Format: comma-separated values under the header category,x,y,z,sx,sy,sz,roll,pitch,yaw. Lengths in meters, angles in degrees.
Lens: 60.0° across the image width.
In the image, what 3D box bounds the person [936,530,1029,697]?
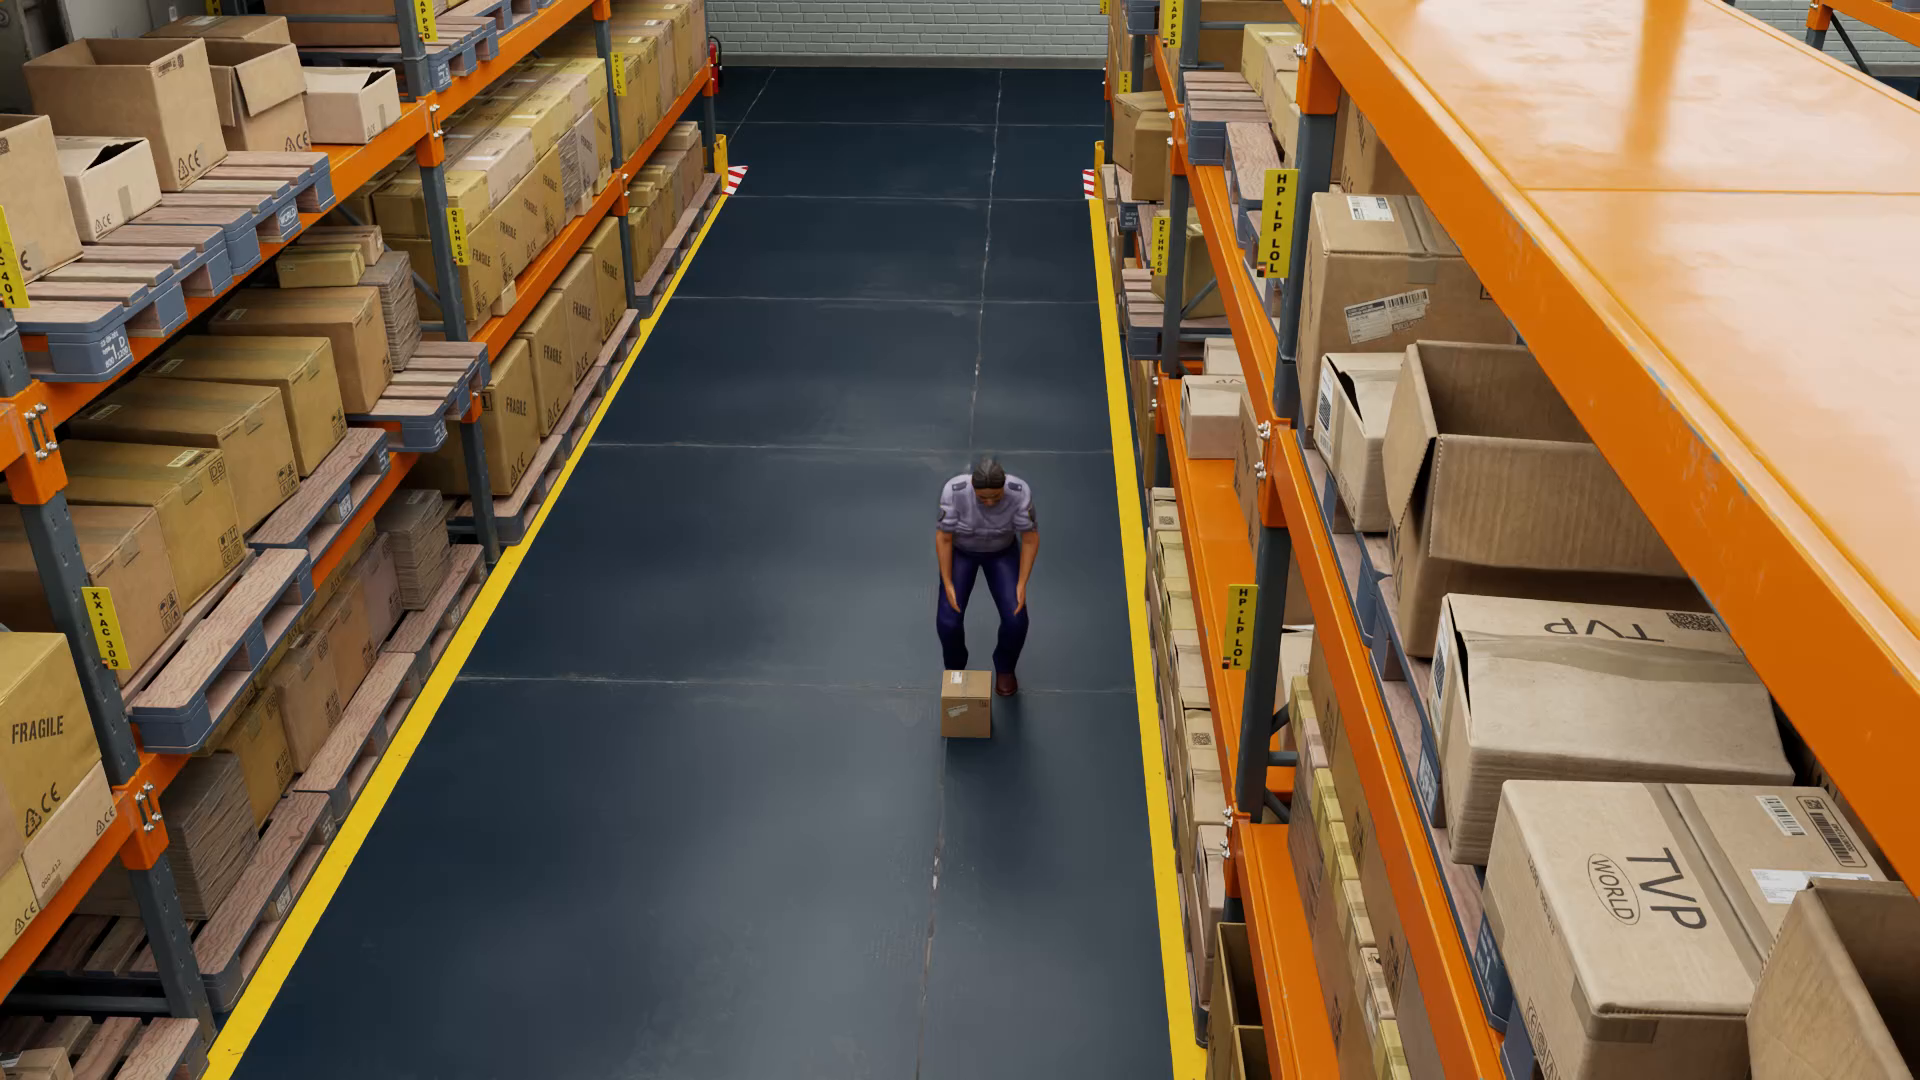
category,x,y,z,sx,sy,sz,roll,pitch,yaw
person,0.123,0.340,8.799,0.486,0.909,0.498,1,28,2
